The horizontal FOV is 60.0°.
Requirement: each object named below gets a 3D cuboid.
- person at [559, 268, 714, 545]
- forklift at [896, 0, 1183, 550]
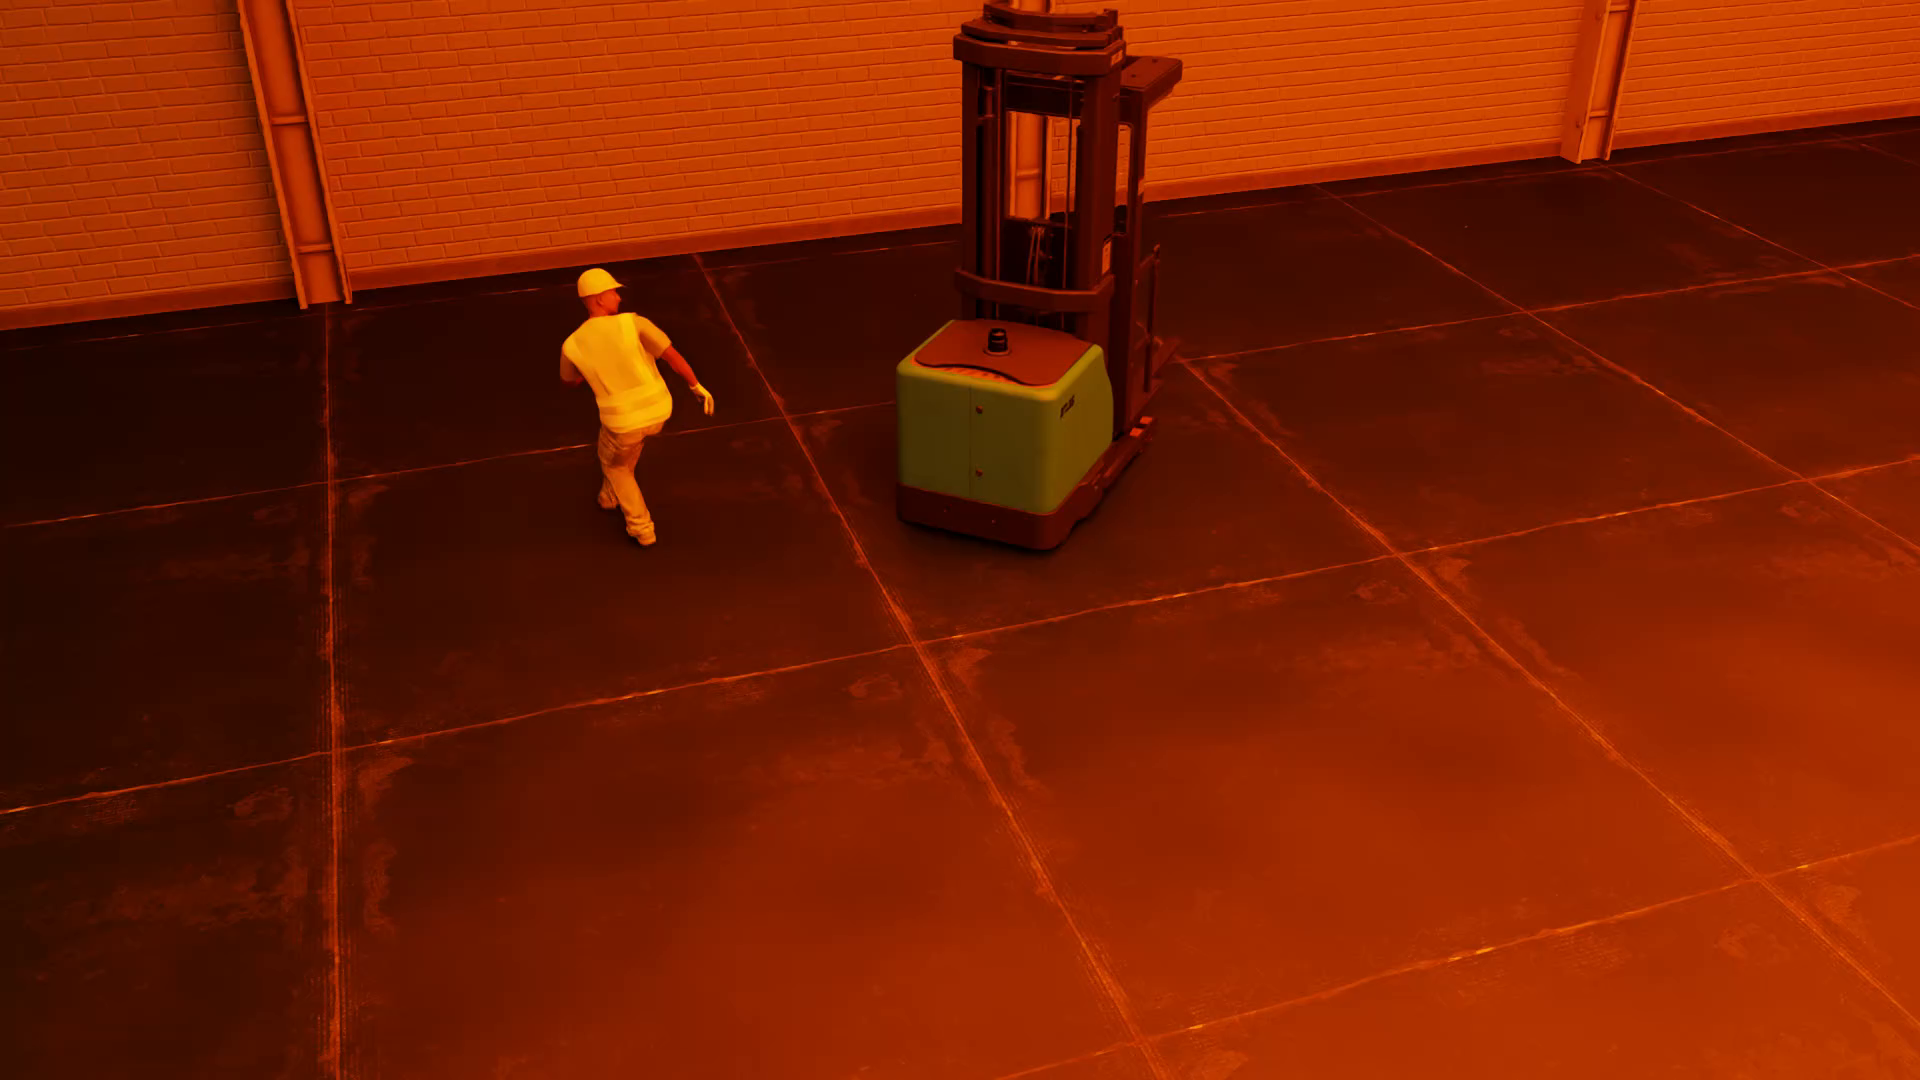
[{"bbox_3d":[-1.944,-0.855,9.893,0.808,1.613,0.810,-11,32,-19],"label":"person"},{"bbox_3d":[0.681,-1.927,10.436,1.130,2.935,3.031,13,32,21],"label":"forklift"}]
